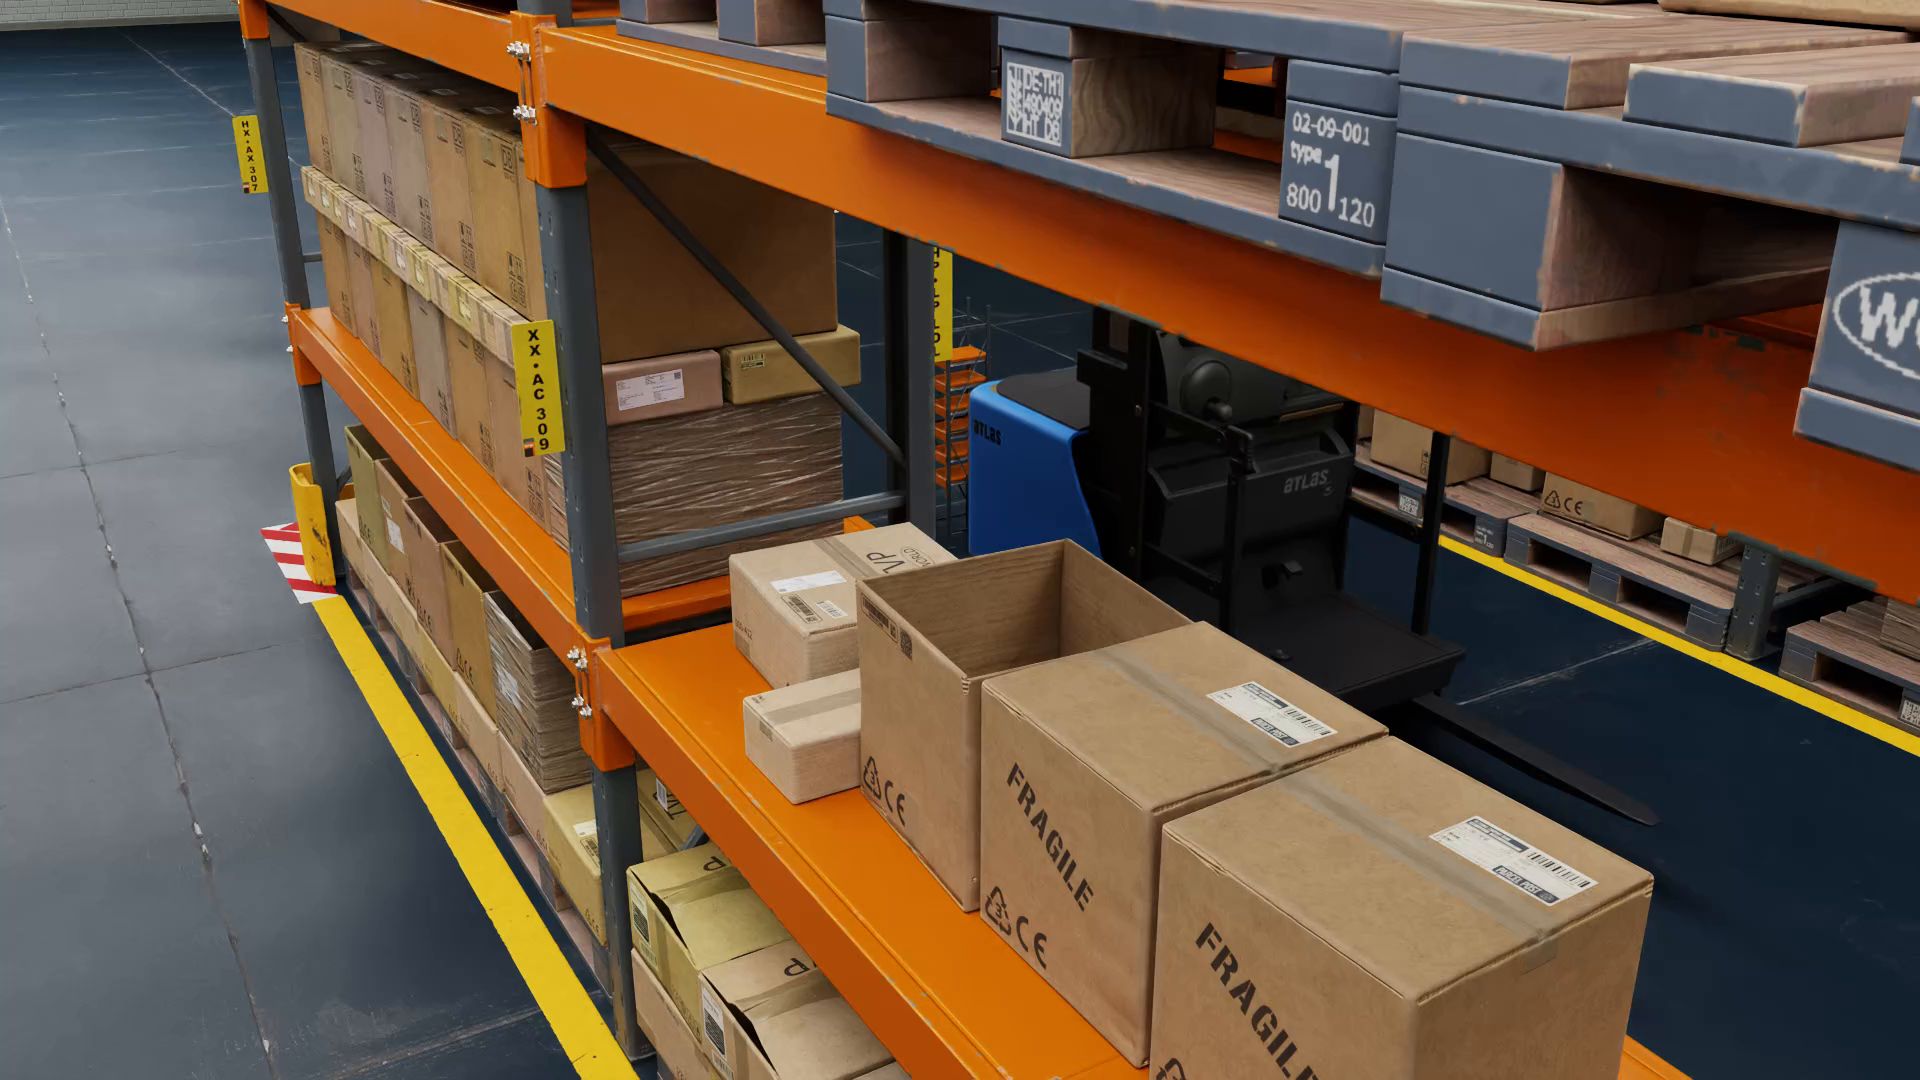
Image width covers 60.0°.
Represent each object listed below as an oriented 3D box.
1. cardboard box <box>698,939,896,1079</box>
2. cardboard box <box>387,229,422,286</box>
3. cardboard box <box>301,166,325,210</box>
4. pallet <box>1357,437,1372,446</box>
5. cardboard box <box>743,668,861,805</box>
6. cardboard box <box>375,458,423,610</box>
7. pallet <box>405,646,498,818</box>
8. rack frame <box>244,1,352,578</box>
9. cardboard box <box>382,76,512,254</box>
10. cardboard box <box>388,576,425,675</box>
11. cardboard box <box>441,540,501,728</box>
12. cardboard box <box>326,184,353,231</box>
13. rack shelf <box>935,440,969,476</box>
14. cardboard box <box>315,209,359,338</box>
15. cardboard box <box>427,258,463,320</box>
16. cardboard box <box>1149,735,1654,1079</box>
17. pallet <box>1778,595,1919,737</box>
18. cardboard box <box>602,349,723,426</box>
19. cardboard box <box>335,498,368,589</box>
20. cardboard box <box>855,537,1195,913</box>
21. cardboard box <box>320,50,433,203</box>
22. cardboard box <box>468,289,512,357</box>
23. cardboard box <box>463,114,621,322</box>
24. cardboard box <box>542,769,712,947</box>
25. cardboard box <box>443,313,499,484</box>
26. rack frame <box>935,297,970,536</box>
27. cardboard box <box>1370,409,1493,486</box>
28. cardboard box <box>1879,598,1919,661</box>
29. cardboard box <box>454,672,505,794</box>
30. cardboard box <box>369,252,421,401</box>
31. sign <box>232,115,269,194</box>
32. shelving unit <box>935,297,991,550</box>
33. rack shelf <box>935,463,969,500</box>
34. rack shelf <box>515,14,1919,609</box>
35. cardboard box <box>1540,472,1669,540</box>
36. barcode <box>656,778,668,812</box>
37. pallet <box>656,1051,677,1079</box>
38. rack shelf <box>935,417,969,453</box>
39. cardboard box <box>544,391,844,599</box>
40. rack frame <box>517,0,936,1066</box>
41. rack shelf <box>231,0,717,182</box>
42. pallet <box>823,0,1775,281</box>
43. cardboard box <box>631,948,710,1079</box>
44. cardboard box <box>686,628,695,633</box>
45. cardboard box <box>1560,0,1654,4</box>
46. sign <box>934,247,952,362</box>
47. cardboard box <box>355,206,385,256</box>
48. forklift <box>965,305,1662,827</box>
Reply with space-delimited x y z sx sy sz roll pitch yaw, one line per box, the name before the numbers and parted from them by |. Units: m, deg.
cardboard box | -0.278 1.136 3.882 0.500 0.311 0.500 -13 25 -29
cardboard box | -1.770 -1.004 5.803 0.380 0.149 0.250 -12 25 -28
cardboard box | -2.554 -1.501 7.028 0.380 0.149 0.250 -13 25 -29
pallet | 2.110 -0.691 9.731 1.003 0.211 1.213 -13 25 -28
cardboard box | -0.250 0.414 3.642 0.380 0.149 0.250 -13 25 -28
cardboard box | -1.963 -0.054 6.559 0.500 0.500 0.500 -13 25 -28
pallet | -1.524 0.603 6.548 1.003 0.211 1.213 -13 25 -28
rack frame | -2.570 -1.323 7.583 1.000 3.000 0.127 -13 25 -28
cardboard box | -1.528 -1.305 5.684 0.700 0.500 0.500 -13 25 -28
cardboard box | -1.973 0.296 6.694 0.500 0.250 0.500 -13 25 -28
cardboard box | -1.455 0.270 5.761 0.500 0.500 0.500 -13 25 -28
cardboard box | -2.291 -1.336 6.619 0.380 0.149 0.250 -12 25 -28
rack shelf | -0.007 -0.408 8.159 0.258 0.103 0.180 -13 25 -28
cardboard box | -2.342 -1.216 7.186 0.700 0.500 0.500 -13 25 -28
cardboard box | -1.497 -0.833 5.384 0.380 0.149 0.250 -12 25 -27
cardboard box | 0.646 0.680 2.522 0.500 0.500 0.500 -14 26 -31
pallet | 4.129 0.561 6.650 1.003 0.211 1.213 -13 25 -28
cardboard box | -0.850 -0.422 4.372 0.380 0.149 0.250 -13 25 -28
cardboard box | -2.487 -0.027 7.489 0.500 0.250 0.500 -13 25 -28
cardboard box | 0.121 0.348 3.340 0.500 0.500 0.500 -11 24 -24
cardboard box | -2.042 -1.631 6.484 0.700 0.500 0.500 -13 26 -30
cardboard box | -1.245 -0.671 4.986 0.380 0.149 0.250 -13 25 -28
cardboard box | -1.018 -0.981 4.887 0.700 0.500 0.500 -13 25 -28
cardboard box | -0.951 0.943 5.102 0.500 0.250 0.500 -13 25 -28
cardboard box | -1.286 -0.550 5.547 0.700 0.500 0.500 -12 25 -27
rack frame | -0.054 -0.590 8.170 0.240 1.200 0.006 -13 25 -28
cardboard box | 2.586 -0.650 8.662 0.700 0.500 0.500 -14 26 -32
cardboard box | 4.121 0.207 6.554 0.700 0.500 0.500 -12 25 -26
cardboard box | -1.466 0.620 5.896 0.500 0.250 0.500 -13 25 -28
cardboard box | -1.821 -0.885 6.372 0.700 0.500 0.500 -12 25 -28
sign | -3.050 -1.656 7.147 0.100 0.325 0.005 -13 25 -28
shelving unit | -0.007 -0.561 8.097 0.258 1.200 0.189 -13 25 -28
rack shelf | -0.007 -0.297 8.204 0.258 0.103 0.180 -13 25 -28
rack shelf | 0.495 -0.437 2.375 1.077 0.370 4.000 -13 25 -28
cardboard box | 3.166 -0.356 7.940 0.500 0.500 0.500 -15 26 -32
barcode | -0.754 0.644 4.204 0.001 0.075 0.075 -13 25 -28
pallet | -0.117 1.494 4.354 1.003 0.211 1.213 -13 25 -28
rack shelf | -0.007 -0.519 8.114 0.258 0.103 0.180 -13 25 -28
cardboard box | -0.759 -0.217 4.729 0.700 0.500 0.500 -13 26 -30
rack frame | -0.526 -0.028 4.397 1.000 3.000 0.127 -13 25 -28
rack shelf | -1.548 -1.732 5.561 1.077 0.370 4.000 -13 25 -28
pallet | 0.520 -0.599 2.070 1.003 0.211 1.213 -11 25 -26
cardboard box | -0.533 1.229 4.398 0.500 0.250 0.500 -13 26 -29
cardboard box | -0.756 0.333 5.607 0.500 0.500 0.500 -13 25 -28
cardboard box | 0.671 -0.738 1.801 0.500 0.250 0.500 -13 26 -29
sign | -0.065 -0.635 4.459 0.100 0.325 0.005 -13 25 -28
cardboard box | -2.026 -1.168 6.206 0.380 0.149 0.250 -14 26 -30
forklift | 1.225 -0.649 6.017 1.130 2.935 3.031 -13 26 -29
